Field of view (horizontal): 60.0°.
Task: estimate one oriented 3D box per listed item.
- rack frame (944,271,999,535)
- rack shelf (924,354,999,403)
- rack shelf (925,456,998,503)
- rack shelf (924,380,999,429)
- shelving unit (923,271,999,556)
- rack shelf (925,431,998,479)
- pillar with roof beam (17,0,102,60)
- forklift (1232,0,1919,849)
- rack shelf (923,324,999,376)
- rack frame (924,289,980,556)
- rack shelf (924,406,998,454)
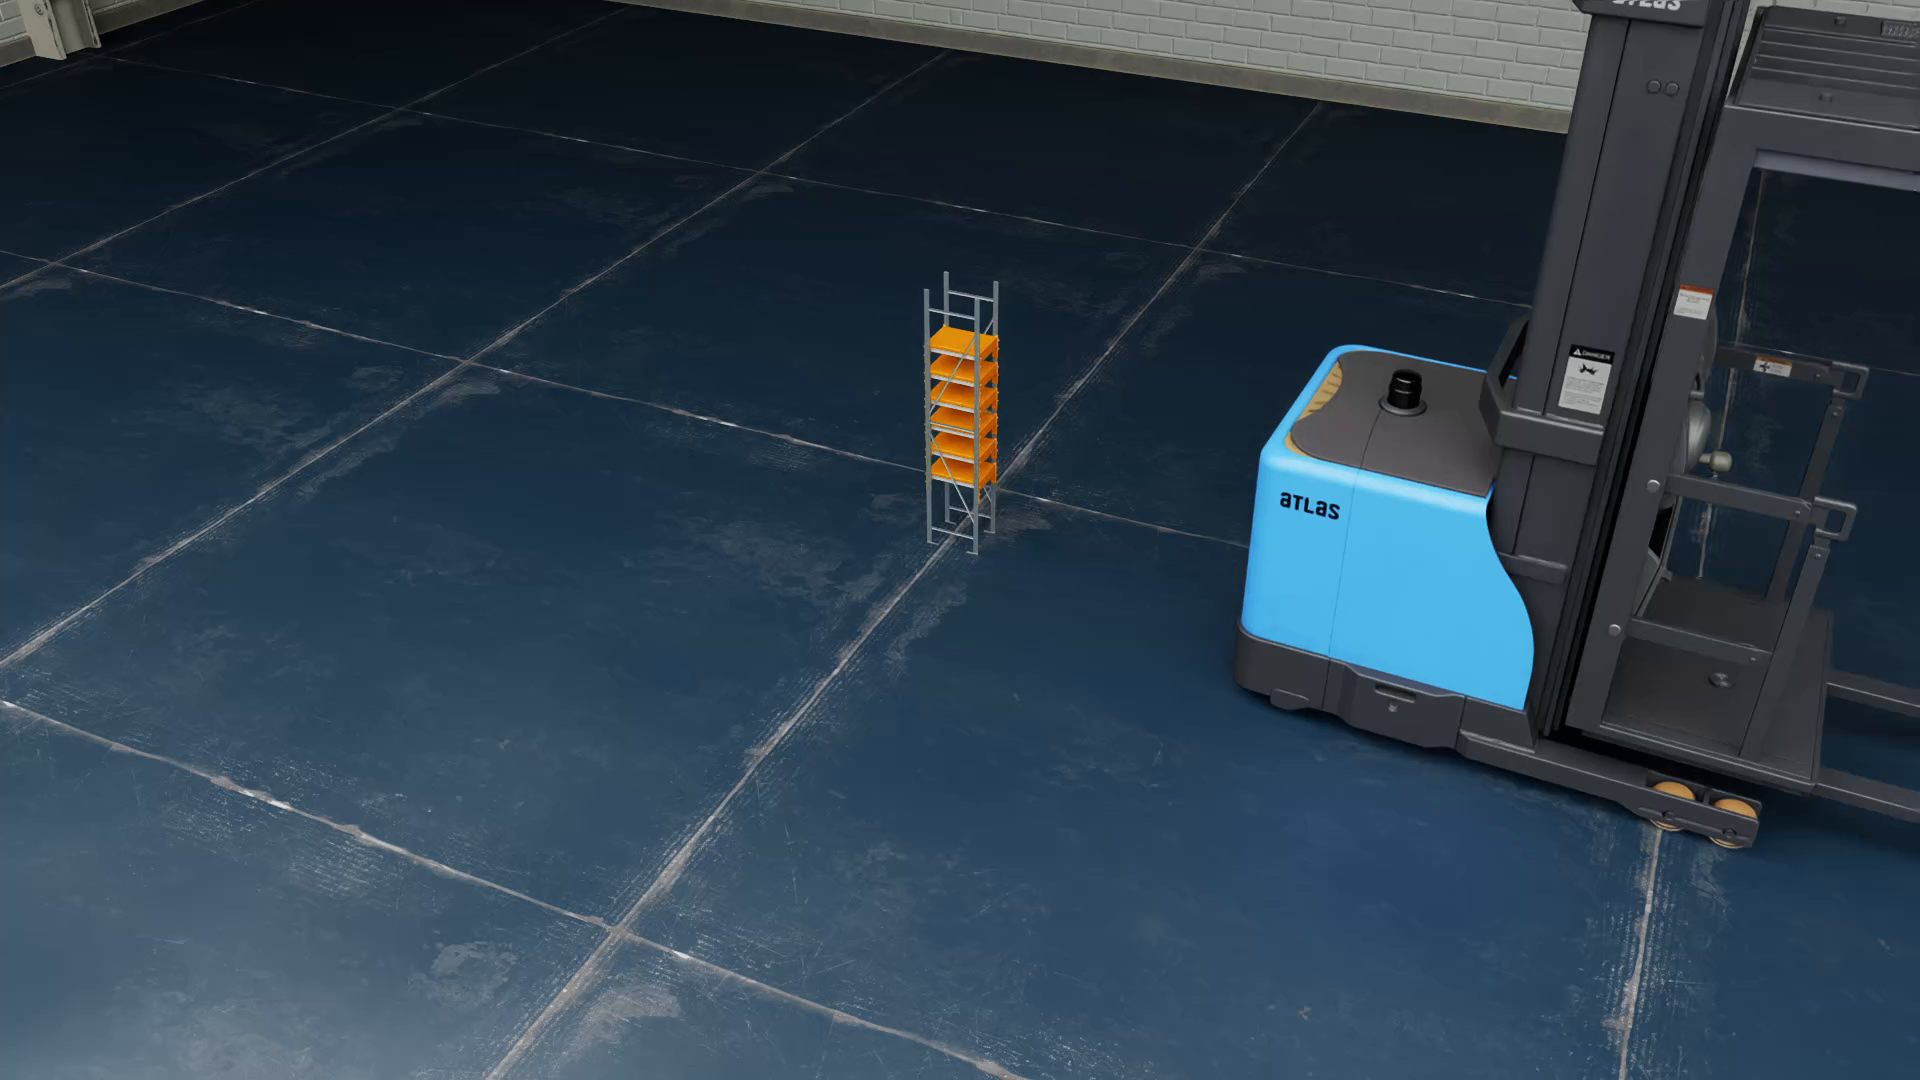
[{"bbox_3d":[0.044,-0.555,7.001,0.240,1.200,0.006,14,36,20],"label":"rack frame"},{"bbox_3d":[0.006,-0.673,6.825,0.258,0.103,0.180,14,36,20],"label":"rack shelf"},{"bbox_3d":[0.006,-0.271,7.088,0.258,0.103,0.180,14,36,20],"label":"rack shelf"},{"bbox_3d":[0.006,-0.572,6.891,0.258,0.103,0.180,14,36,20],"label":"rack shelf"},{"bbox_3d":[0.006,-0.509,6.932,0.258,1.200,0.189,14,36,20],"label":"shelving unit"},{"bbox_3d":[0.006,-0.371,7.022,0.258,0.103,0.180,14,36,20],"label":"rack shelf"},{"bbox_3d":[-3.146,-6.647,9.181,9.100,9.000,0.400,14,36,20],"label":"pillar with roof beam"},{"bbox_3d":[2.588,-0.512,5.358,3.031,2.935,1.130,15,36,22],"label":"forklift"},{"bbox_3d":[0.006,-0.773,6.759,0.258,0.103,0.180,14,36,20],"label":"rack shelf"},{"bbox_3d":[-0.032,-0.463,6.862,0.240,1.200,0.006,14,36,20],"label":"rack frame"},{"bbox_3d":[0.006,-0.472,6.956,0.258,0.103,0.180,14,36,20],"label":"rack shelf"}]
